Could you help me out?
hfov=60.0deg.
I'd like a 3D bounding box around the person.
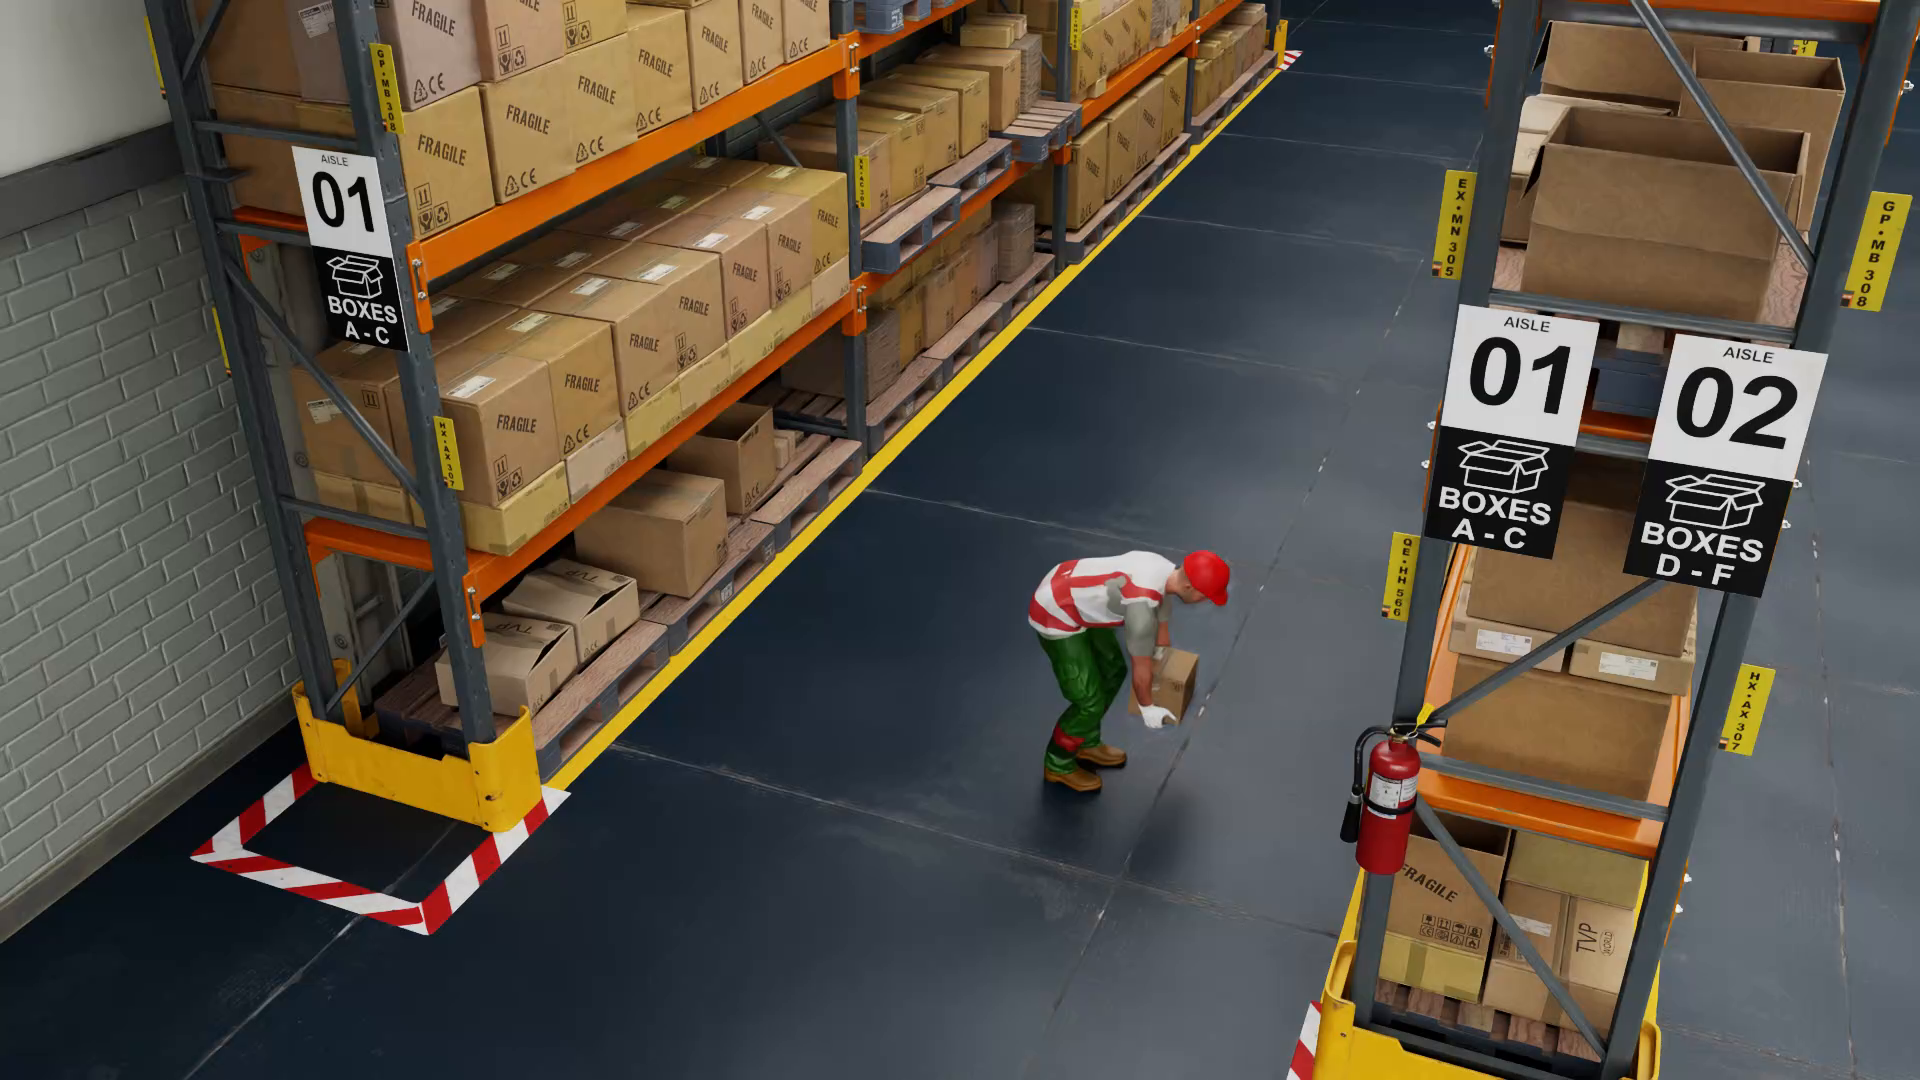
[{"bbox_3d":[0.772,0.578,7.824,0.909,1.319,0.497,10,31,17],"label":"person"}]
